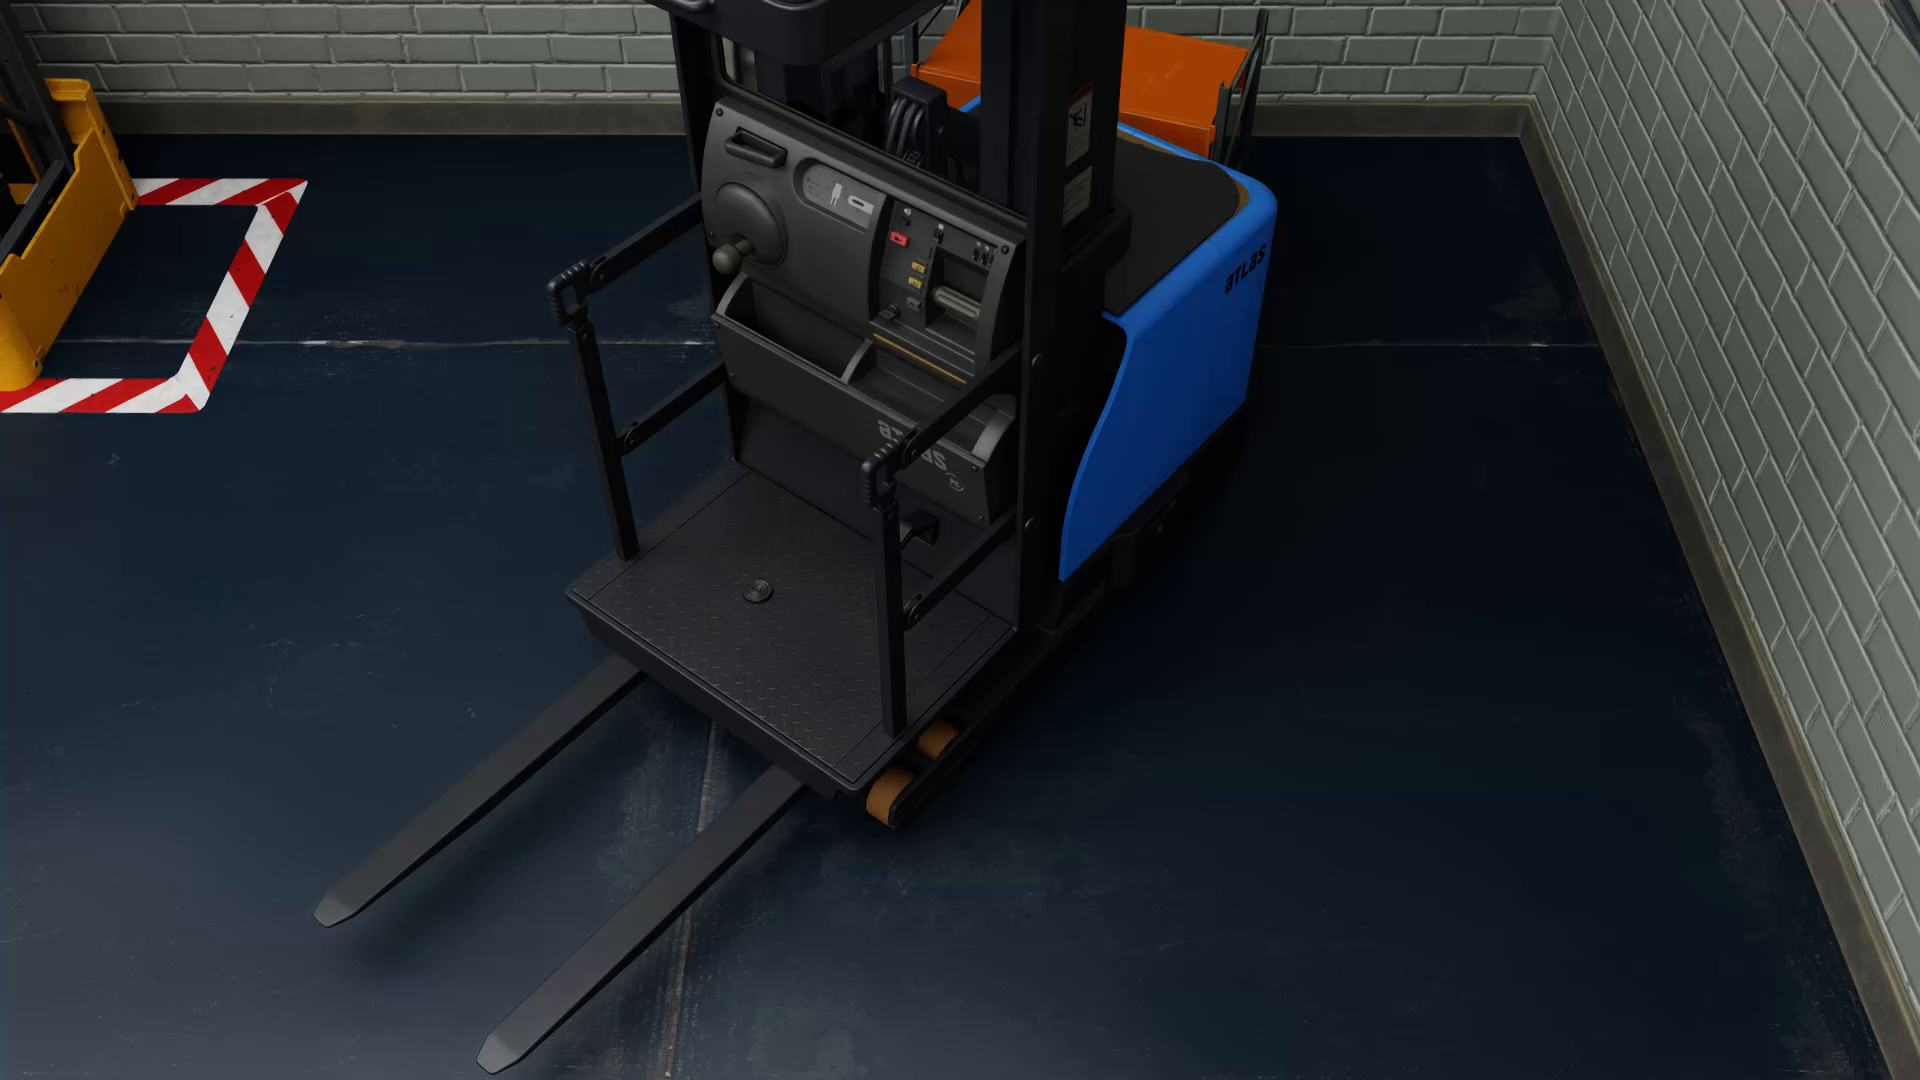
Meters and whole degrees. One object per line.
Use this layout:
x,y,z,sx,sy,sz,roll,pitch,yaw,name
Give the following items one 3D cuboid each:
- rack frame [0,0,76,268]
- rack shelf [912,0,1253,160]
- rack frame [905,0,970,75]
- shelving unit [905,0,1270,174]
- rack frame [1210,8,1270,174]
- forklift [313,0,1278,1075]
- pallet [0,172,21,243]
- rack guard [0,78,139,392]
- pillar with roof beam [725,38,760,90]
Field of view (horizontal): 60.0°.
-3.398,-1.962,5.027,0.127,3.000,1.000,0,47,0,rack frame
0.406,-1.469,5.447,1.000,0.278,0.538,16,49,14,rack shelf
-0.068,-1.403,5.787,0.032,1.125,0.500,16,49,14,rack frame
0.406,-1.269,5.661,1.048,1.125,0.538,16,49,14,shelving unit
0.880,-1.135,5.536,0.032,1.125,0.500,16,49,14,rack frame
-0.390,-0.640,3.843,1.130,2.935,3.031,30,54,25,forklift
-4.198,-0.956,5.996,1.213,0.211,1.003,0,47,0,pallet
-3.374,-1.110,5.941,0.348,0.500,1.175,0,47,0,rack guard
-0.711,-1.480,0.480,0.400,9.000,9.100,0,47,0,pillar with roof beam
